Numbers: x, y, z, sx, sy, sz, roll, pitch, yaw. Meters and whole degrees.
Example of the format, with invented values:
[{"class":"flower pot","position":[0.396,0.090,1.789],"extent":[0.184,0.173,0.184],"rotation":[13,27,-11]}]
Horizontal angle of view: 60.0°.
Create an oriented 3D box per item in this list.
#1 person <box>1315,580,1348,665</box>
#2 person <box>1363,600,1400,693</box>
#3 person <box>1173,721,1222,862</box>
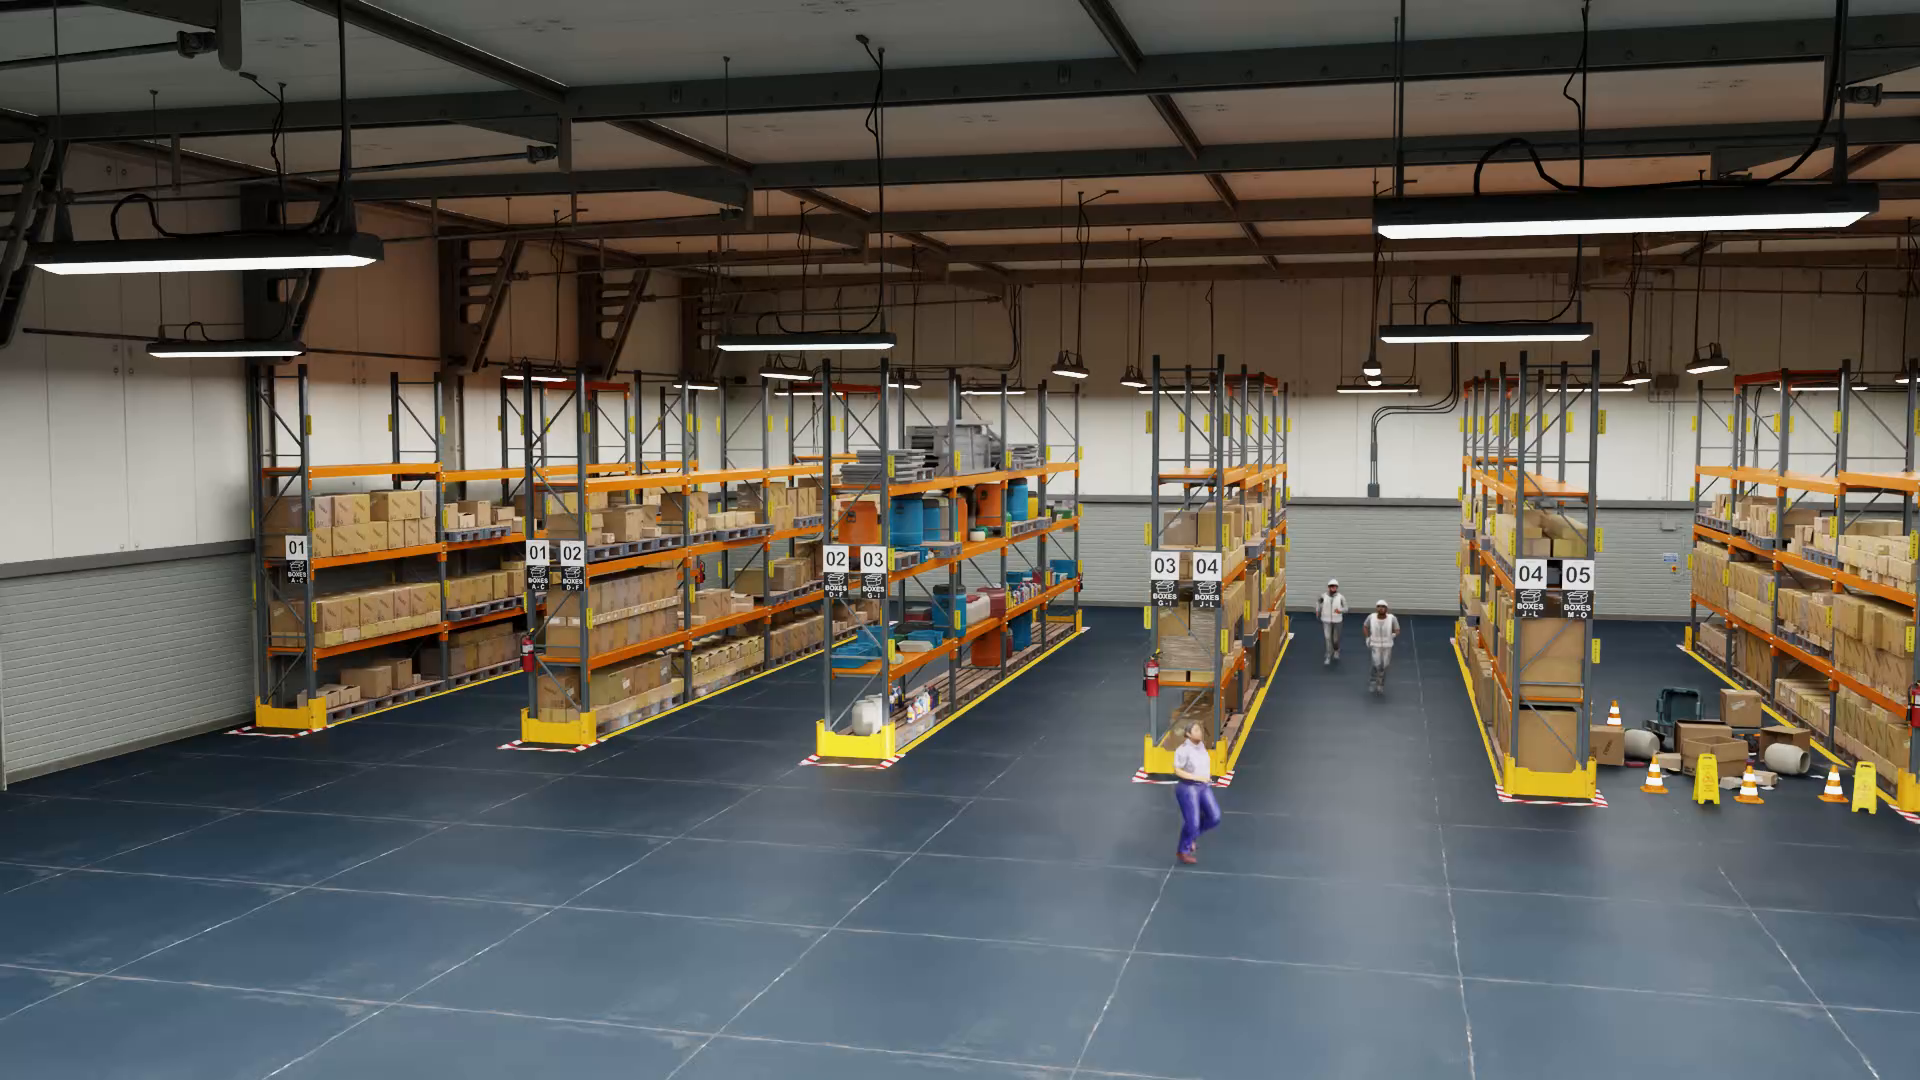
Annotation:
[{"class":"person","position":[7.788,1.698,34.845],"extent":[0.677,1.735,1.041],"rotation":[1,4,13]},{"class":"person","position":[7.836,1.991,30.878],"extent":[0.655,1.758,0.650],"rotation":[1,4,10]},{"class":"person","position":[2.715,2.884,19.036],"extent":[0.657,1.615,0.522],"rotation":[-4,5,-44]}]
